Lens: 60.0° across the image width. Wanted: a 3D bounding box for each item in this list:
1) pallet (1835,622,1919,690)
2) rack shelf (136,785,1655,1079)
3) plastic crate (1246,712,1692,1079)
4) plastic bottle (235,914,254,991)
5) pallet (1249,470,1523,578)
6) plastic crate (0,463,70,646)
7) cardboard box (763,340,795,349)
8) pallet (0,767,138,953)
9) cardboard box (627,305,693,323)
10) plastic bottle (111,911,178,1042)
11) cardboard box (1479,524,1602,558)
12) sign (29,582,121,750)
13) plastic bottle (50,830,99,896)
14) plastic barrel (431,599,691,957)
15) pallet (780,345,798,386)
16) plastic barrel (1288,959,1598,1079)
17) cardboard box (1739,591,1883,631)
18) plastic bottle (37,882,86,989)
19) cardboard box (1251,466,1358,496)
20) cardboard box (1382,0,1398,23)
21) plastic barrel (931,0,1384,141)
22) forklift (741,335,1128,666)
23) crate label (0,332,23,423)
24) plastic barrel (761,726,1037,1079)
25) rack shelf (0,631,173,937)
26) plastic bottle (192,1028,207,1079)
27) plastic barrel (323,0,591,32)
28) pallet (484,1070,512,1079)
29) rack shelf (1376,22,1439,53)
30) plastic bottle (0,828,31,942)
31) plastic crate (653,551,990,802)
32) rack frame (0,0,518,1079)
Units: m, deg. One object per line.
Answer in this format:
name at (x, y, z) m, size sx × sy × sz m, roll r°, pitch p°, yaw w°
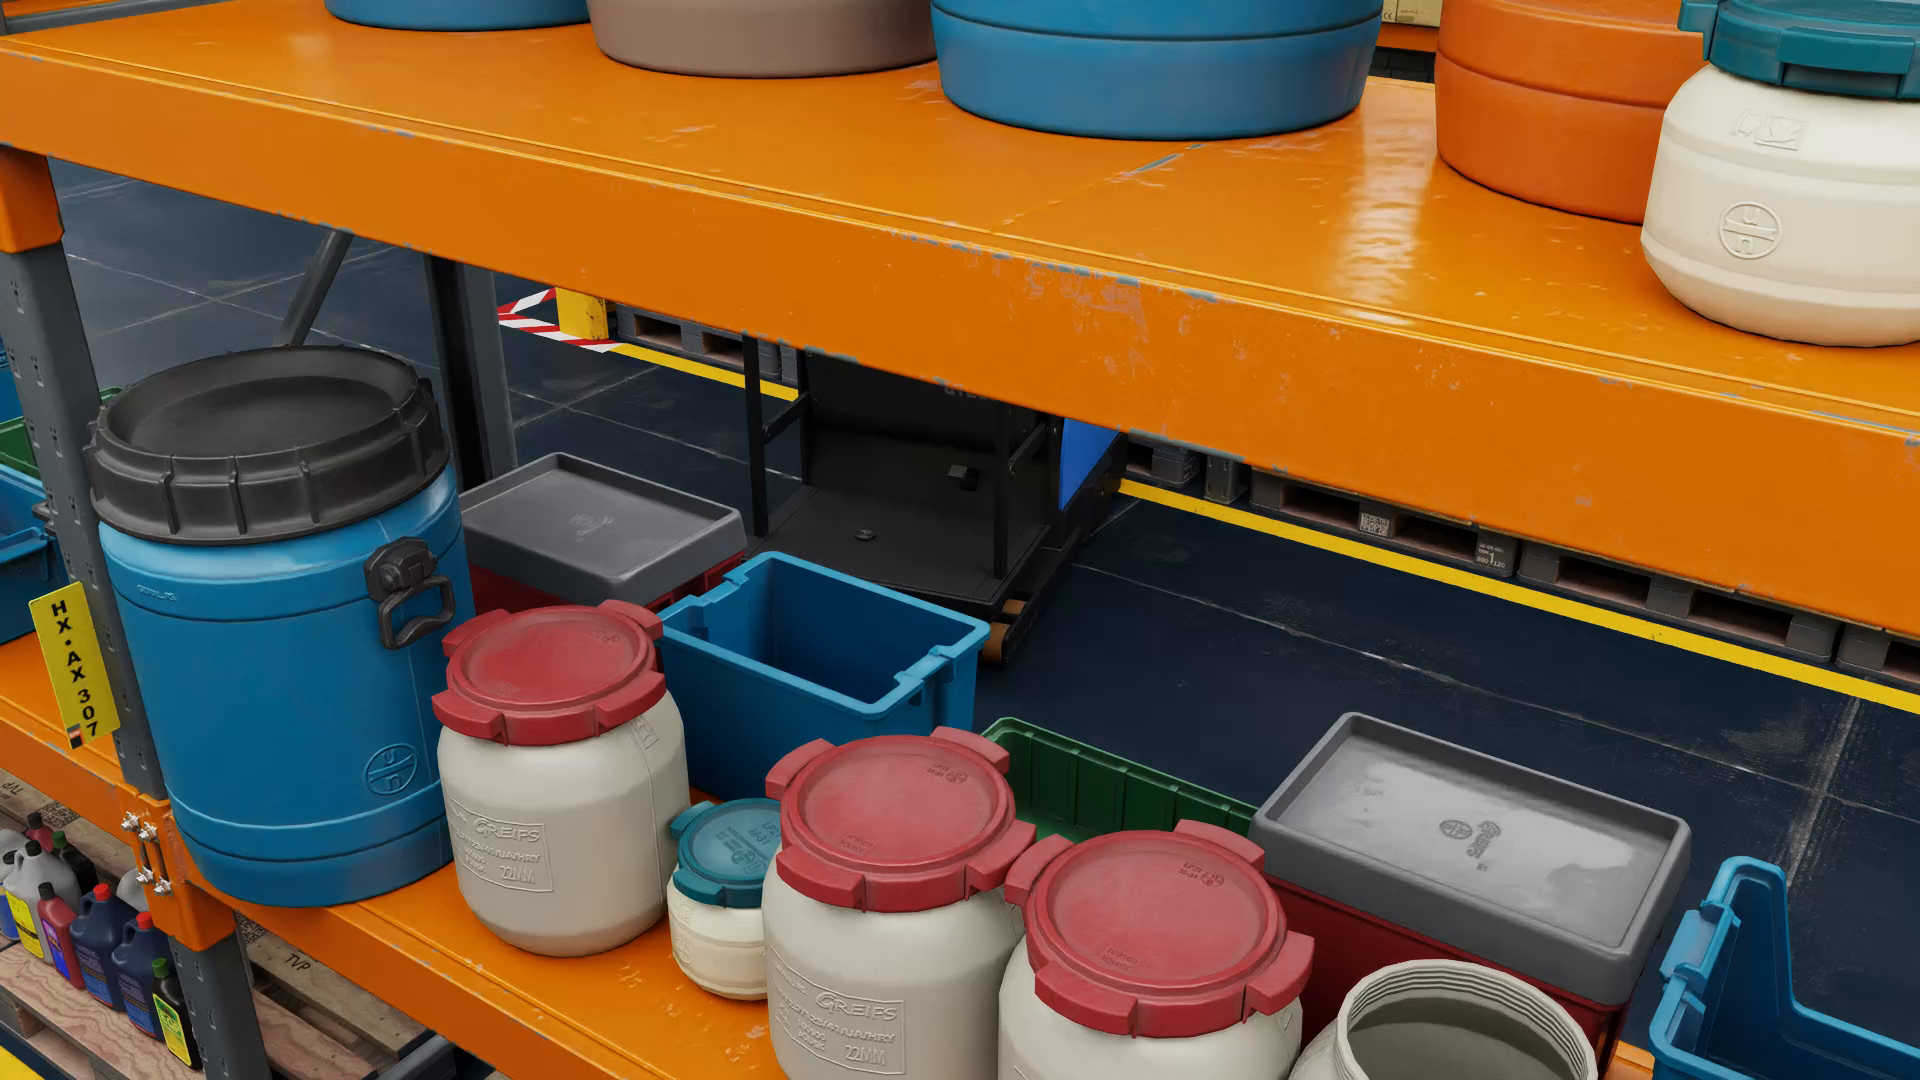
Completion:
pallet at (4.087, 0.355, 6.320) m, size 1.213 × 0.211 × 1.003 m, roll 17°, pitch 32°, yaw 30°
rack shelf at (0.287, 0.996, 2.779) m, size 4.000 × 0.370 × 1.077 m, roll 17°, pitch 32°, yaw 30°
plastic crate at (0.777, 0.631, 2.633) m, size 0.583 × 0.464 × 0.402 m, roll 17°, pitch 32°, yaw 30°
plastic bottle at (-1.974, 1.035, 4.345) m, size 0.185 × 0.351 × 0.144 m, roll 17°, pitch 32°, yaw 30°
pallet at (2.076, -0.272, 7.552) m, size 1.213 × 0.211 × 1.003 m, roll 17°, pitch 32°, yaw 30°
plastic crate at (-2.427, 0.045, 4.018) m, size 0.616 × 0.251 × 0.499 m, roll 17°, pitch 32°, yaw 30°
cardboard box at (-0.709, -1.202, 8.873) m, size 0.500 × 0.250 × 0.500 m, roll 17°, pitch 32°, yaw 30°
pallet at (-2.901, 0.903, 5.242) m, size 1.213 × 0.211 × 1.003 m, roll 17°, pitch 32°, yaw 30°
cardboard box at (-1.535, -1.457, 9.375) m, size 0.500 × 0.250 × 0.500 m, roll 17°, pitch 32°, yaw 30°
plastic bottle at (-2.055, 1.088, 4.240) m, size 0.185 × 0.351 × 0.144 m, roll 16°, pitch 31°, yaw 29°
cardboard box at (2.488, -0.191, 6.887) m, size 0.500 × 0.250 × 0.500 m, roll 16°, pitch 31°, yaw 29°
sign at (-1.682, 0.241, 3.164) m, size 0.005 × 0.325 × 0.100 m, roll 17°, pitch 32°, yaw 30°
plastic bottle at (-2.443, 0.941, 4.603) m, size 0.133 × 0.283 × 0.061 m, roll 17°, pitch 32°, yaw 30°
plastic barrel at (-0.697, 0.429, 2.951) m, size 0.433 × 0.535 × 0.433 m, roll 0°, pitch 27°, yaw 0°
pallet at (-0.195, -0.979, 8.942) m, size 1.213 × 0.211 × 1.003 m, roll 17°, pitch 32°, yaw 30°
plastic barrel at (0.620, 0.846, 2.156) m, size 0.421 × 0.512 × 0.421 m, roll 0°, pitch 27°, yaw 0°
cardboard box at (3.332, 0.071, 6.372) m, size 0.500 × 0.250 × 0.500 m, roll 18°, pitch 32°, yaw 31°
plastic bottle at (-2.371, 1.043, 4.403) m, size 0.133 × 0.283 × 0.061 m, roll 20°, pitch 33°, yaw 34°
cardboard box at (1.639, -0.455, 7.405) m, size 0.500 × 0.250 × 0.500 m, roll 16°, pitch 31°, yaw 29°
cardboard box at (2.857, -3.747, 11.449) m, size 0.500 × 0.250 × 0.500 m, roll 17°, pitch 32°, yaw 30°
plastic barrel at (0.259, -1.013, 2.074) m, size 0.708 × 0.901 × 0.600 m, roll 17°, pitch 32°, yaw 30°
forklift at (-0.221, -1.041, 6.064) m, size 1.130 × 2.935 × 3.031 m, roll 10°, pitch 29°, yaw 18°
crate label at (-2.988, -0.510, 4.906) m, size 0.616 × 0.435 × 0.502 m, roll 17°, pitch 32°, yaw 30°
plastic barrel at (-0.092, 0.617, 2.580) m, size 0.433 × 0.535 × 0.433 m, roll 0°, pitch 27°, yaw 0°
rack shelf at (-3.010, -0.031, 4.798) m, size 4.000 × 0.370 × 1.077 m, roll 17°, pitch 32°, yaw 30°
plastic bottle at (-1.837, 1.236, 4.114) m, size 0.097 × 0.201 × 0.097 m, roll 0°, pitch 27°, yaw 0°
plastic barrel at (-0.819, -1.349, 2.734) m, size 0.708 × 0.901 × 0.600 m, roll 17°, pitch 32°, yaw 30°
pallet at (-0.692, 1.591, 3.890) m, size 1.213 × 0.211 × 1.003 m, roll 17°, pitch 32°, yaw 30°
rack shelf at (2.599, -3.735, 12.076) m, size 4.000 × 0.370 × 1.077 m, roll 17°, pitch 32°, yaw 30°
plastic bottle at (-2.611, 0.946, 4.601) m, size 0.135 × 0.276 × 0.152 m, roll 18°, pitch 32°, yaw 31°
plastic crate at (-0.276, 0.336, 3.301) m, size 0.575 × 0.384 × 0.392 m, roll 17°, pitch 32°, yaw 30°
rack frame at (-1.361, 0.162, 3.625) m, size 0.127 × 3.000 × 1.000 m, roll 17°, pitch 32°, yaw 30°
